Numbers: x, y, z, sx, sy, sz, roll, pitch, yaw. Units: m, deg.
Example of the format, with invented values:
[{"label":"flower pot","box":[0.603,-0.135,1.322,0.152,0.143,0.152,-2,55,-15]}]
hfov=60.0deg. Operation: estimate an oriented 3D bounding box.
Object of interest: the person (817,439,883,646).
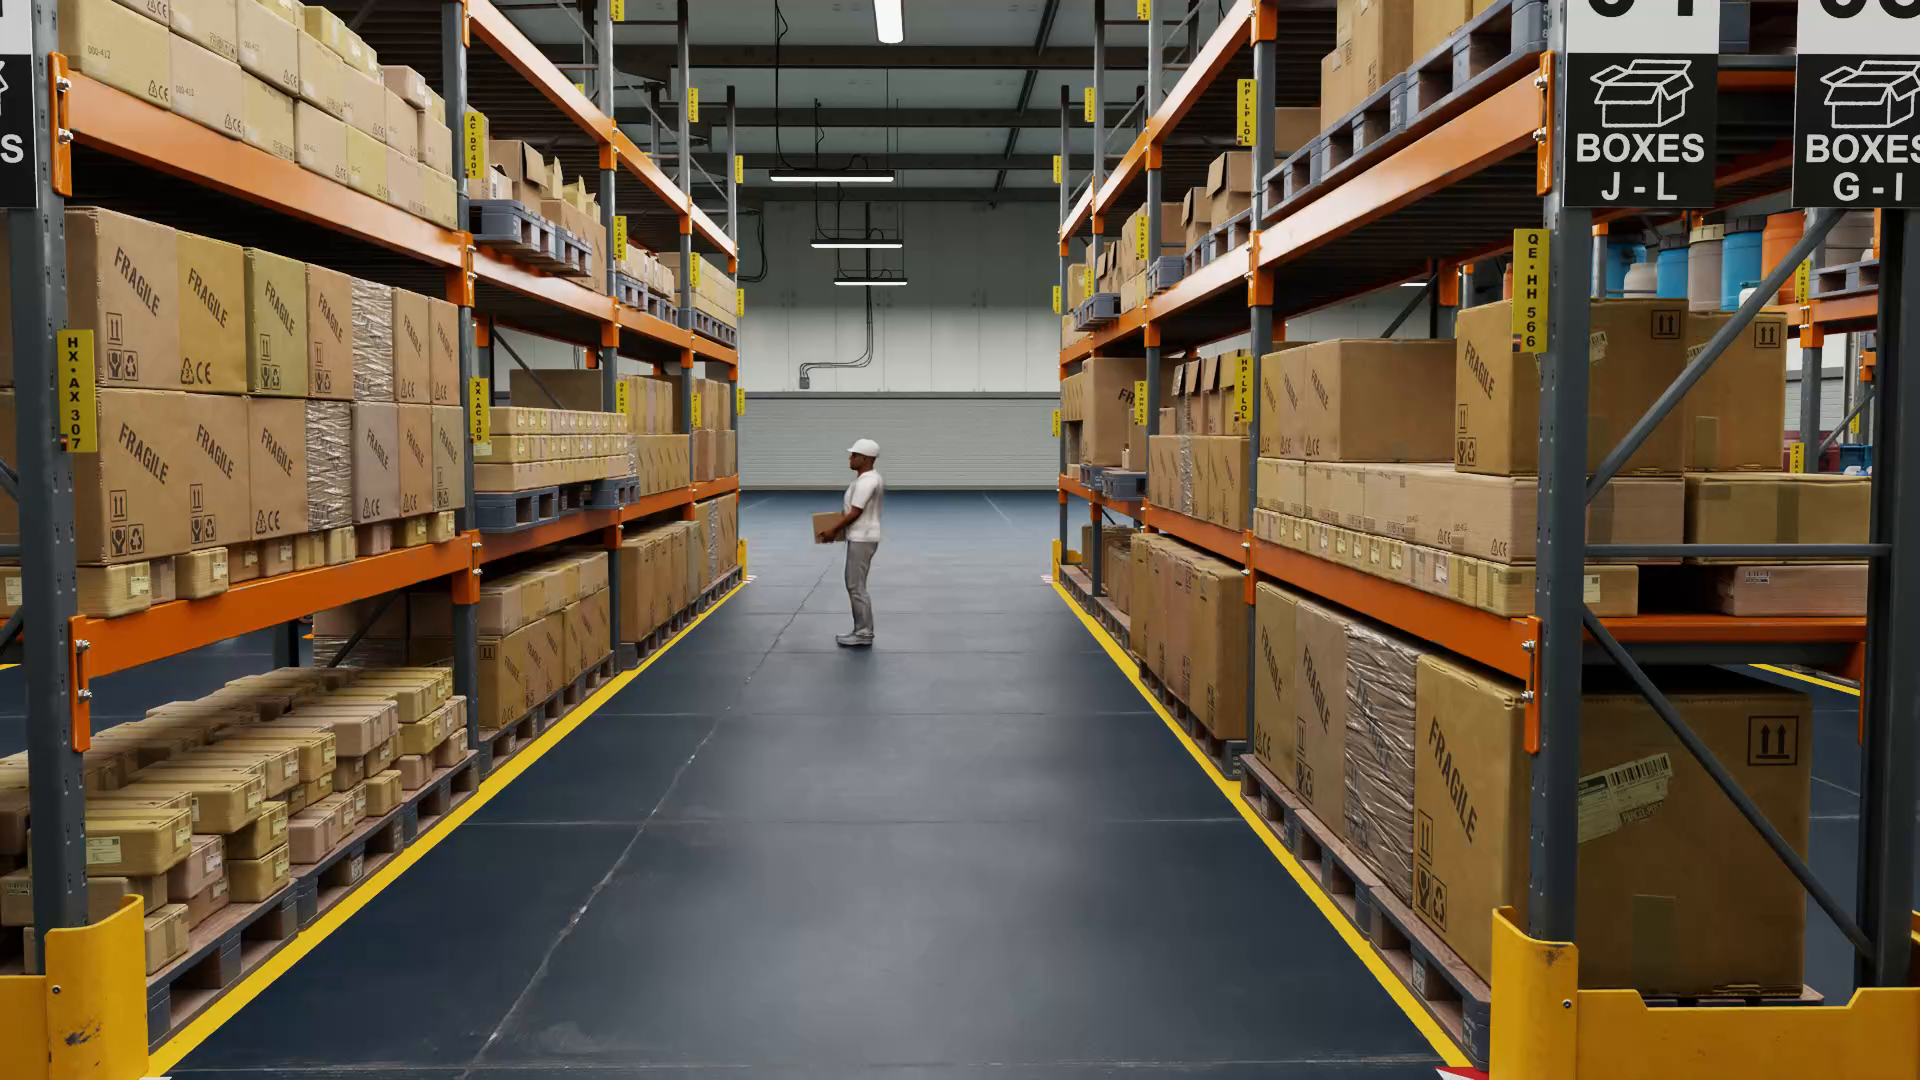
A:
[{"label":"person","box":[-0.944,0.014,14.325,0.567,1.769,0.528,0,4,-2]}]
